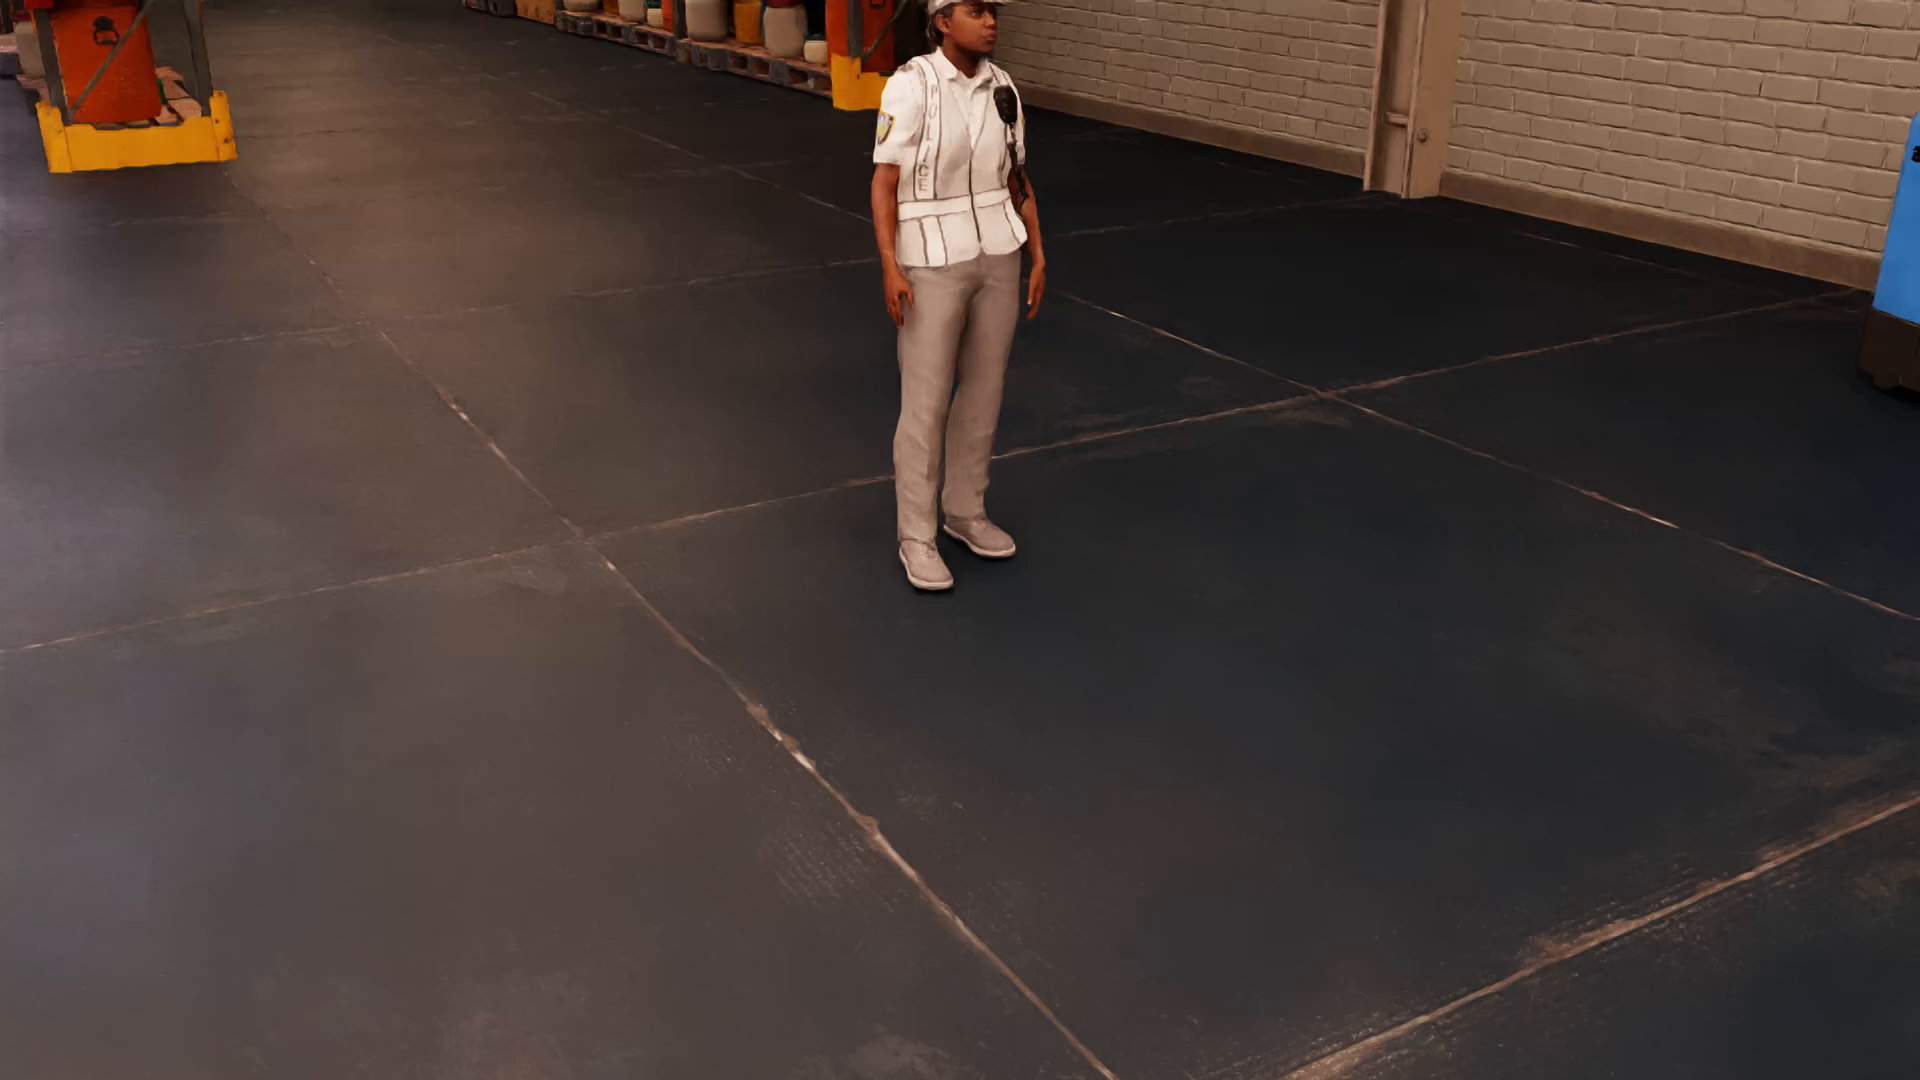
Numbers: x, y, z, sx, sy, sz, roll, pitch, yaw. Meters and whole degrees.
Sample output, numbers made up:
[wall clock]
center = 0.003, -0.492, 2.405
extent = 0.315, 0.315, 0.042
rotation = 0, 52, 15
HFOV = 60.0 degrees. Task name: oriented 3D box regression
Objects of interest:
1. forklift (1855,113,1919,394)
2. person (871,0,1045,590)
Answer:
[forklift]
center = 4.341, -1.478, 4.876
extent = 1.130, 2.935, 3.031
rotation = -4, 23, -9
[person]
center = 0.021, -0.763, 4.741
extent = 0.570, 1.695, 0.529
rotation = -12, 25, -28
